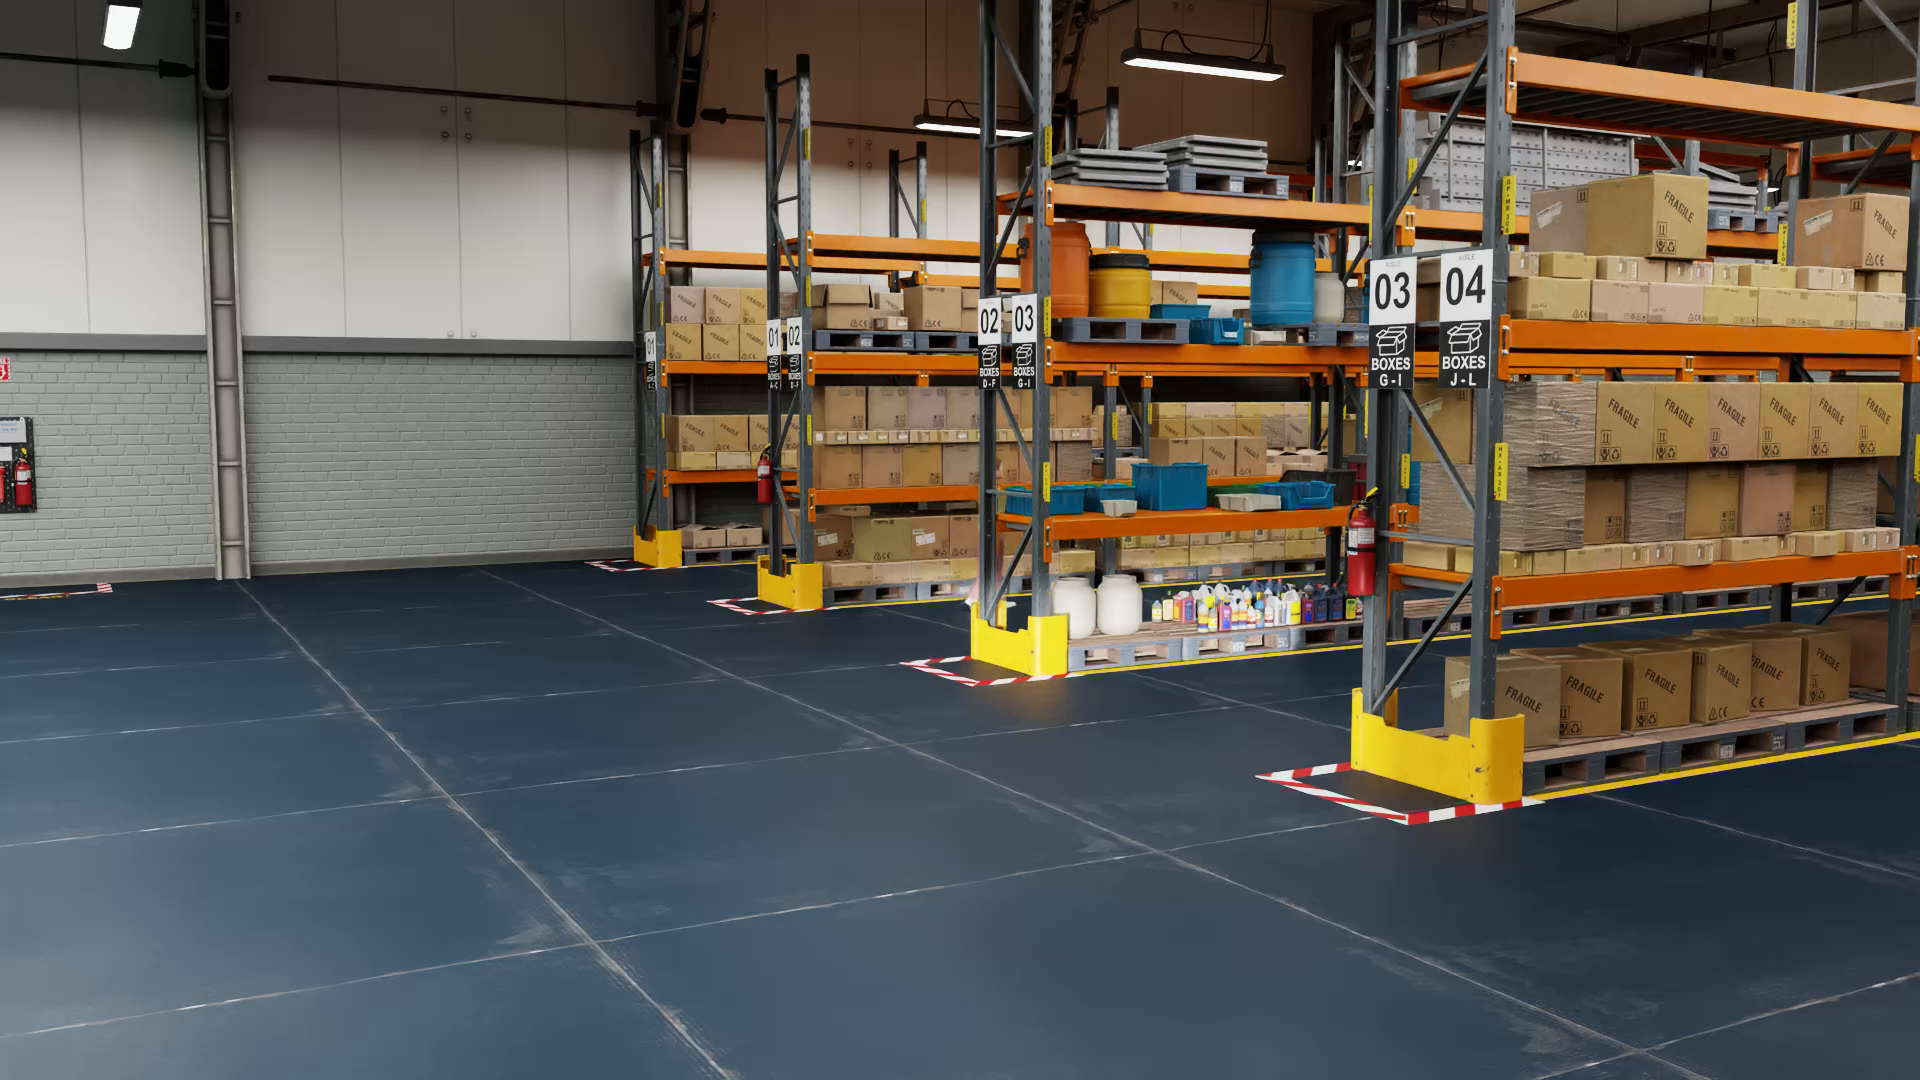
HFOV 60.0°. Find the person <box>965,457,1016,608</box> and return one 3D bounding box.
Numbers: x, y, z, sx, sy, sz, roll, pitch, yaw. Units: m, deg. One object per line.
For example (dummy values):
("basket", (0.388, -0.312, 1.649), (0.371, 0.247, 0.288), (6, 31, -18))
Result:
("person", (0.340, -0.072, 18.247), (0.591, 1.673, 0.484), (-1, 5, -7))
